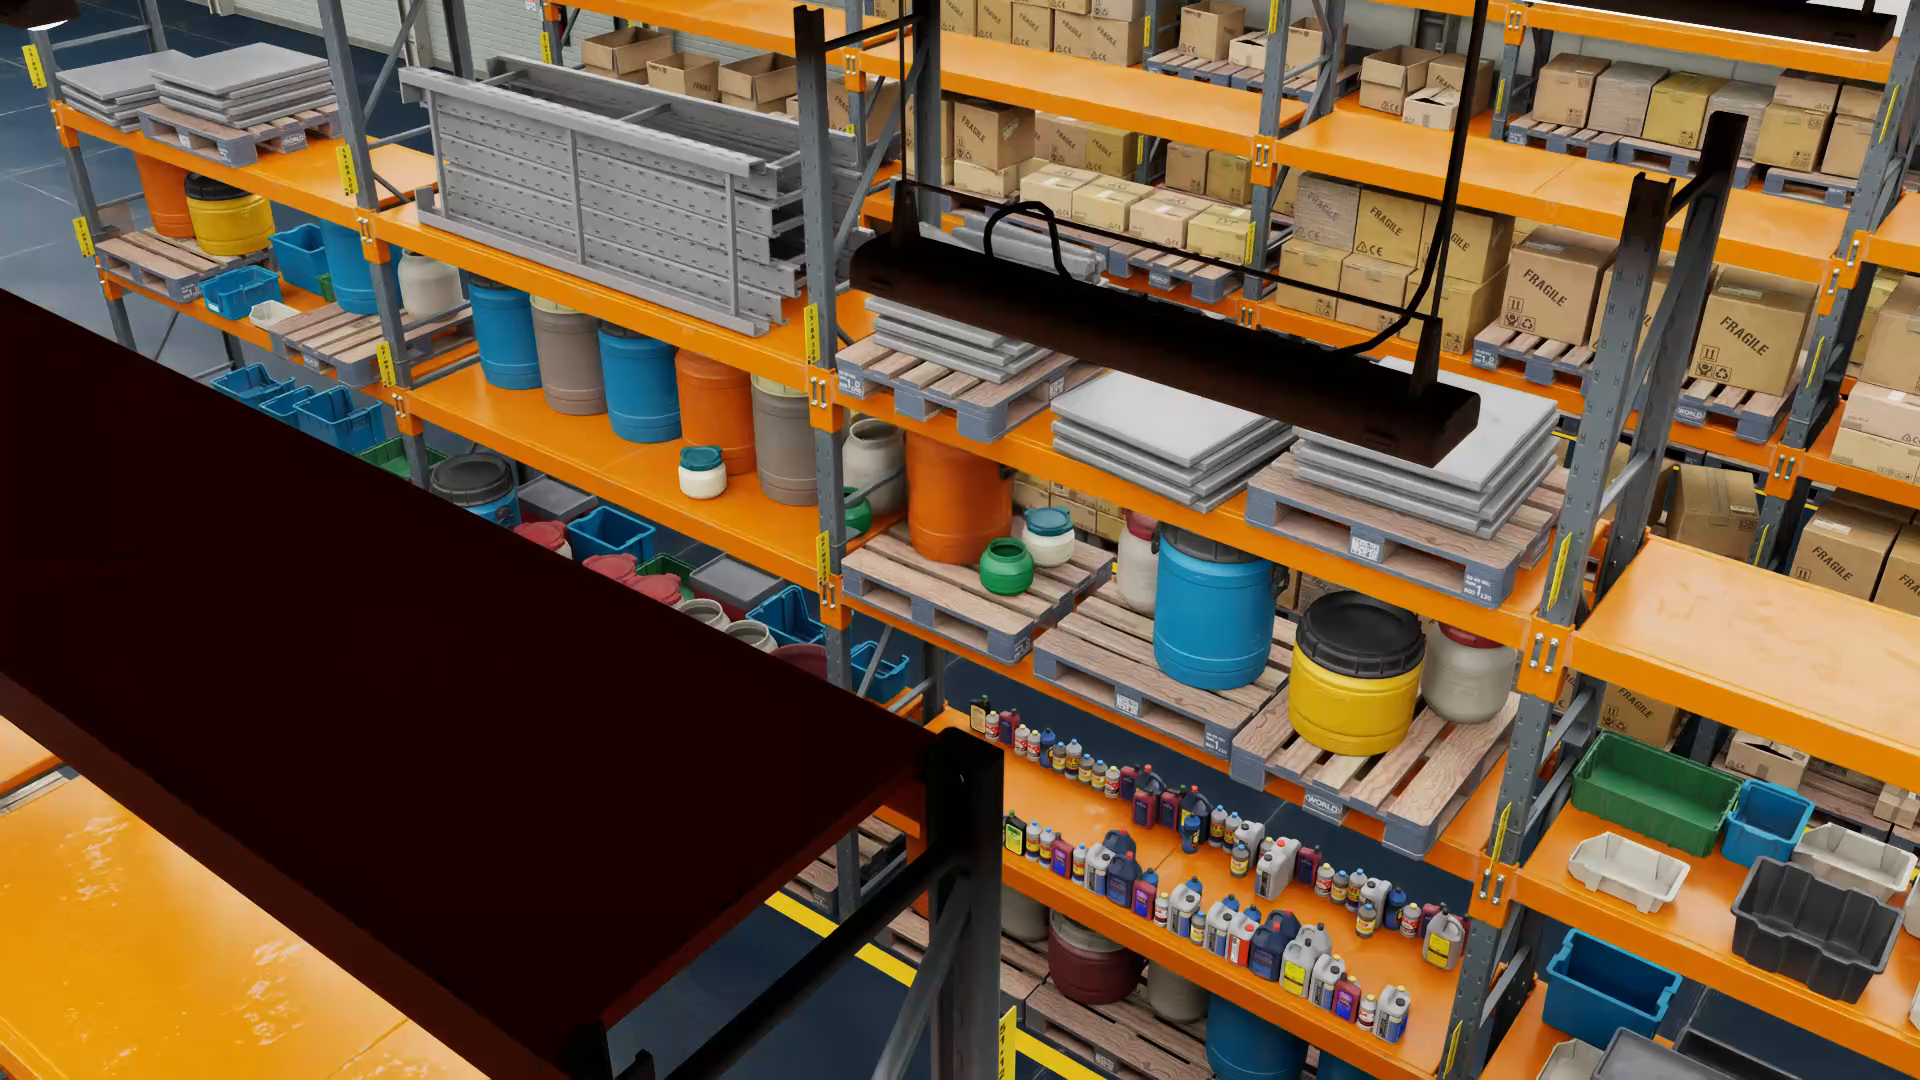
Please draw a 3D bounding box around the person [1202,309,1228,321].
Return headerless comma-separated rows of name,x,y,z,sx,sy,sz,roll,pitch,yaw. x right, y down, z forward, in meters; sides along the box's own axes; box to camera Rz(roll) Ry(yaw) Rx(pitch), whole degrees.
person,2.373,-1.524,16.170,0.977,1.623,0.469,13,34,21
